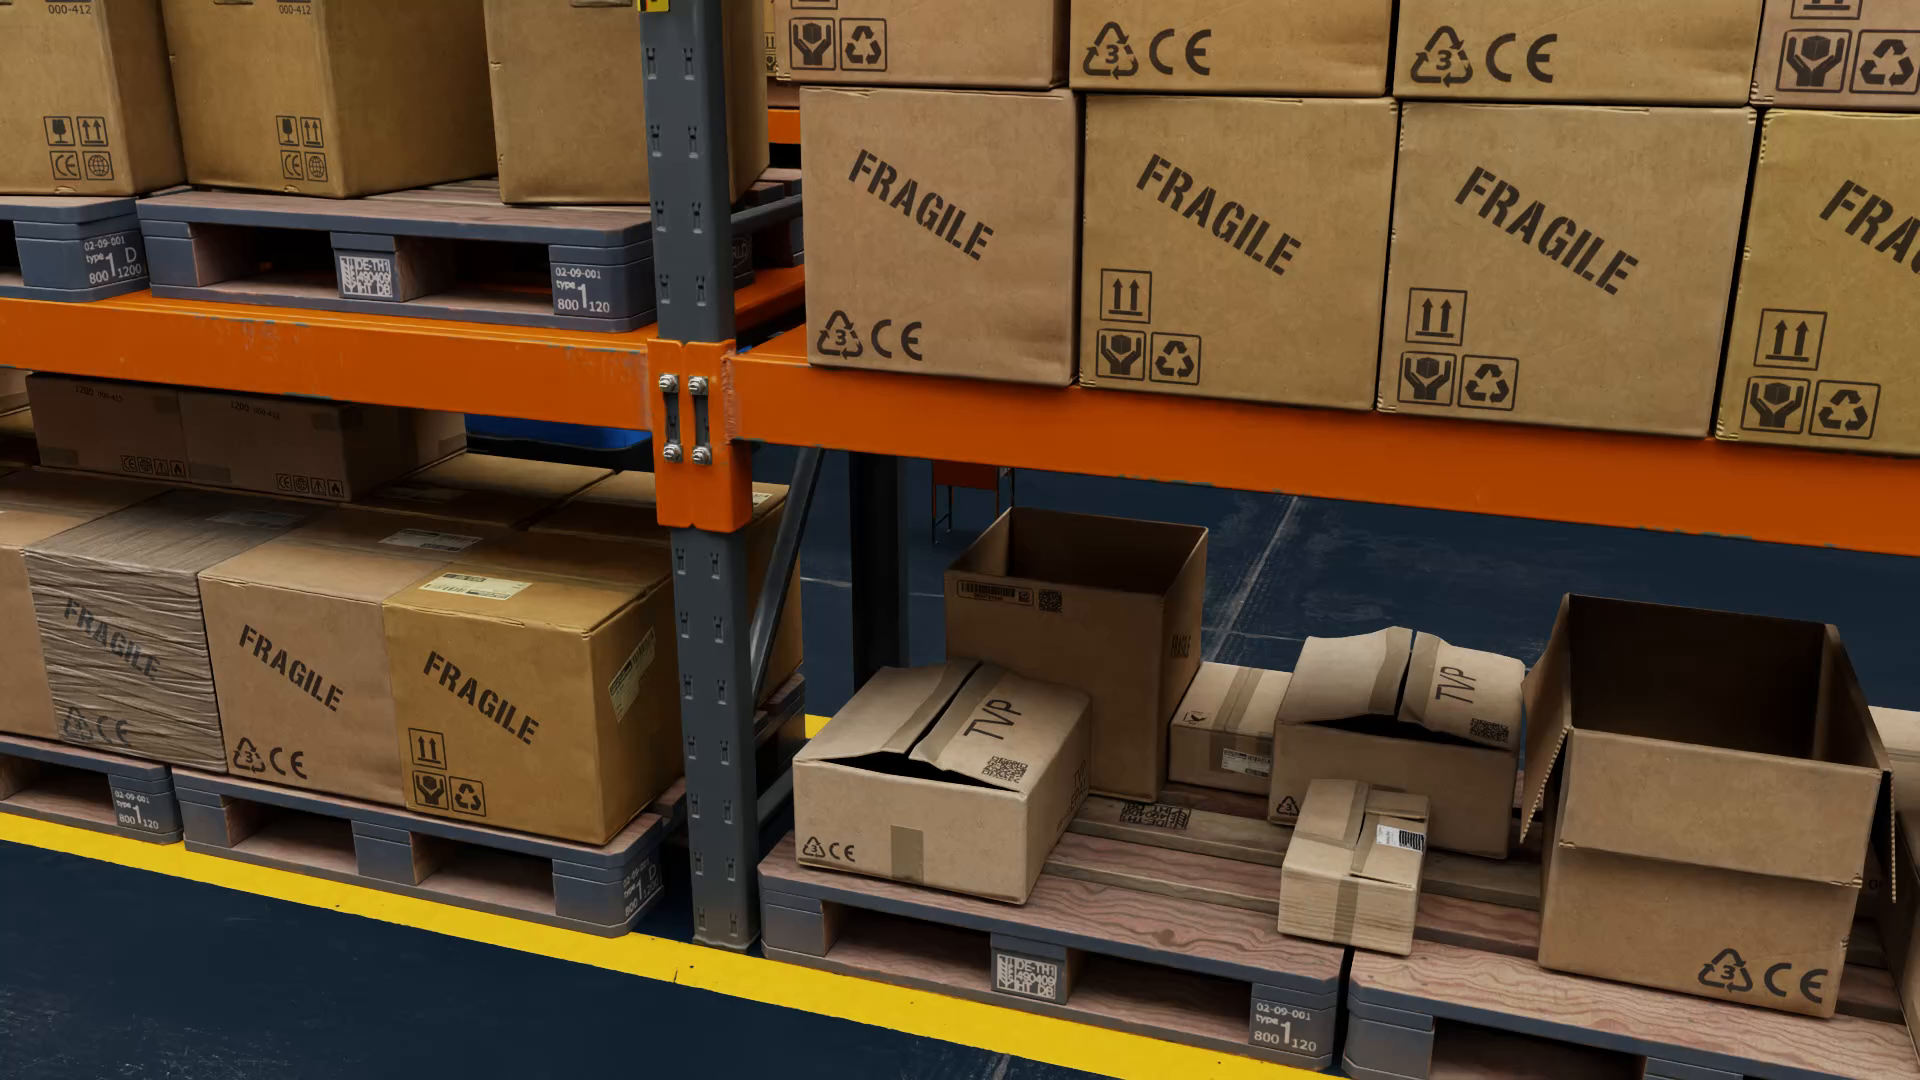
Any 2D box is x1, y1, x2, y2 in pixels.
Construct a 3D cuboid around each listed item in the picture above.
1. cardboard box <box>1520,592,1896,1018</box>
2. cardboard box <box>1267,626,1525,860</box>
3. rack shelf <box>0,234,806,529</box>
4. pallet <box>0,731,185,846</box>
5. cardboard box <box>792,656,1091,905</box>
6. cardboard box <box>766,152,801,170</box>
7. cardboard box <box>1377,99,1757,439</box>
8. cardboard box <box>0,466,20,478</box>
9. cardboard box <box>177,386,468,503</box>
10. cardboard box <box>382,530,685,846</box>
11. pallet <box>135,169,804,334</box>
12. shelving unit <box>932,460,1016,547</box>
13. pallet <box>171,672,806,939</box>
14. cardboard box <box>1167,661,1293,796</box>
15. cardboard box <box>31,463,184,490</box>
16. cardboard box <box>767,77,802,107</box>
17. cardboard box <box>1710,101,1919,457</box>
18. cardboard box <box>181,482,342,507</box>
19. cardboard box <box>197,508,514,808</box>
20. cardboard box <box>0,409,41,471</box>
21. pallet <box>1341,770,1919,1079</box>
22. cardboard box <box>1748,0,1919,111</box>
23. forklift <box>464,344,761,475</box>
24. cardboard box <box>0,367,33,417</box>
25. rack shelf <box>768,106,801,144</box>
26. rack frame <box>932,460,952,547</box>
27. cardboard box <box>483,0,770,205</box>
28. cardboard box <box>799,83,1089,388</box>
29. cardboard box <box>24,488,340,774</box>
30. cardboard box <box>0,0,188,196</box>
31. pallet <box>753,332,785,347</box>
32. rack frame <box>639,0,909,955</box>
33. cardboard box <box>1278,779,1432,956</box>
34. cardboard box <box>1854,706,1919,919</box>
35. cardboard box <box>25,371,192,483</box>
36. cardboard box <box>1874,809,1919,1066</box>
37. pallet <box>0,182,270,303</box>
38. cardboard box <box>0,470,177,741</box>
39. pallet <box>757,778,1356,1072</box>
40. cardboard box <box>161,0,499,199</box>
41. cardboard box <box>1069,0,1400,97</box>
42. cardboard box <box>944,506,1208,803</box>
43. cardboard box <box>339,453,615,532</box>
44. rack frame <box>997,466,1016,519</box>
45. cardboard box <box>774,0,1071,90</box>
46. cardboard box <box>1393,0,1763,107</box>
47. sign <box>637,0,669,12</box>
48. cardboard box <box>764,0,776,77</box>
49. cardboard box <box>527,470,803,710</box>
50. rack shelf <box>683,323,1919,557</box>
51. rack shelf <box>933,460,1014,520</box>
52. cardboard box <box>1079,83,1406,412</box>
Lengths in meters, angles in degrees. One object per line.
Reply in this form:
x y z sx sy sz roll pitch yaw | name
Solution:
1.425 0.478 3.273 0.637 0.503 0.797 7 20 18 | cardboard box
0.988 0.422 3.726 0.500 0.311 0.500 7 20 18 | cardboard box
-2.241 -0.571 4.250 4.000 0.370 1.077 7 20 18 | rack shelf
-2.289 0.415 4.566 1.213 0.211 1.003 7 20 18 | pallet
-0.026 0.480 3.559 0.500 0.311 0.500 7 20 18 | cardboard box
-1.031 -1.634 8.834 0.750 0.750 0.750 6 20 18 | cardboard box
0.997 -0.493 2.782 0.500 0.500 0.500 6 20 18 | cardboard box
-2.825 0.094 4.377 0.500 0.500 0.500 6 20 17 | cardboard box
-1.673 -0.312 4.405 0.500 0.250 0.500 7 20 18 | cardboard box
-0.912 0.314 3.748 0.500 0.500 0.500 6 20 18 | cardboard box
-1.071 -0.724 3.888 1.213 0.211 1.003 7 20 18 | pallet
0.051 -0.490 5.887 0.252 1.050 0.215 7 20 18 | shelving unit
-1.132 0.546 4.189 1.213 0.211 1.003 7 20 18 | pallet
0.654 0.439 3.922 0.250 0.149 0.380 7 20 18 | cardboard box
-2.183 -0.015 4.692 0.500 0.500 0.500 6 20 16 | cardboard box
-0.820 -2.288 8.435 0.250 0.149 0.380 7 20 18 | cardboard box
1.478 -0.439 2.625 0.500 0.500 0.500 6 20 17 | cardboard box
-1.706 0.039 4.535 0.500 0.500 0.500 7 20 19 | cardboard box
-1.376 0.258 3.909 0.500 0.500 0.500 7 20 18 | cardboard box
-2.681 -0.070 4.849 0.500 0.500 0.500 6 20 16 | cardboard box
1.453 0.828 3.381 1.213 0.211 1.003 7 20 18 | pallet
1.462 -0.909 2.455 0.500 0.500 0.500 7 20 20 | cardboard box
-2.390 -1.774 6.714 3.031 2.935 1.130 9 21 24 | forklift
-3.115 -0.475 4.873 0.500 0.250 0.500 7 21 20 | cardboard box
-0.619 -2.112 8.670 4.000 0.370 1.077 7 20 18 | rack shelf
-0.065 -0.503 5.925 0.008 1.050 0.200 7 20 18 | rack frame
-0.726 -1.061 3.773 0.500 0.500 0.700 0 19 0 | cardboard box
0.040 -0.602 3.094 0.500 0.500 0.500 7 20 19 | cardboard box
-1.850 0.203 4.065 0.500 0.500 0.500 7 20 19 | cardboard box
-2.041 -1.112 3.919 0.500 0.500 0.700 1 19 4 | cardboard box
-0.639 -1.110 8.939 1.213 0.211 1.003 7 20 18 | pallet
-0.352 -0.695 3.512 0.127 3.000 1.000 7 20 18 | rack frame
0.794 0.638 3.324 0.250 0.166 0.380 7 20 18 | cardboard box
2.062 0.573 3.384 0.500 0.250 0.500 7 20 18 | cardboard box
-2.147 -0.366 4.560 0.500 0.250 0.500 6 20 17 | cardboard box
1.945 0.734 2.922 0.500 0.250 0.500 7 20 18 | cardboard box
-2.292 -0.827 4.184 1.213 0.211 1.003 7 20 18 | pallet
-2.331 0.149 4.220 0.500 0.500 0.500 6 20 16 | cardboard box
0.297 0.697 3.757 1.213 0.211 1.003 7 20 18 | pallet
-1.396 -1.115 3.929 0.500 0.500 0.700 10 22 27 | cardboard box
0.489 -1.020 2.774 0.500 0.500 0.500 6 20 16 | cardboard box
0.280 0.251 3.927 0.500 0.500 0.500 7 20 18 | cardboard box
-1.236 0.096 4.373 0.500 0.500 0.500 7 20 19 | cardboard box
0.166 -0.477 5.849 0.008 1.050 0.200 7 20 18 | rack frame
0.001 -1.076 2.934 0.500 0.500 0.500 7 20 19 | cardboard box
0.974 -0.964 2.615 0.500 0.500 0.500 6 20 16 | cardboard box
-0.530 -1.068 2.825 0.005 0.325 0.100 7 20 18 | sign
-0.679 -2.565 8.244 0.500 0.500 0.500 7 20 20 | cardboard box
-0.729 0.150 4.218 0.500 0.500 0.500 6 20 16 | cardboard box
1.538 -0.139 3.010 4.000 0.370 1.077 7 20 18 | rack shelf
0.051 -0.218 5.982 0.240 0.259 0.215 7 20 18 | rack shelf
0.525 -0.548 2.939 0.500 0.500 0.500 7 20 19 | cardboard box
